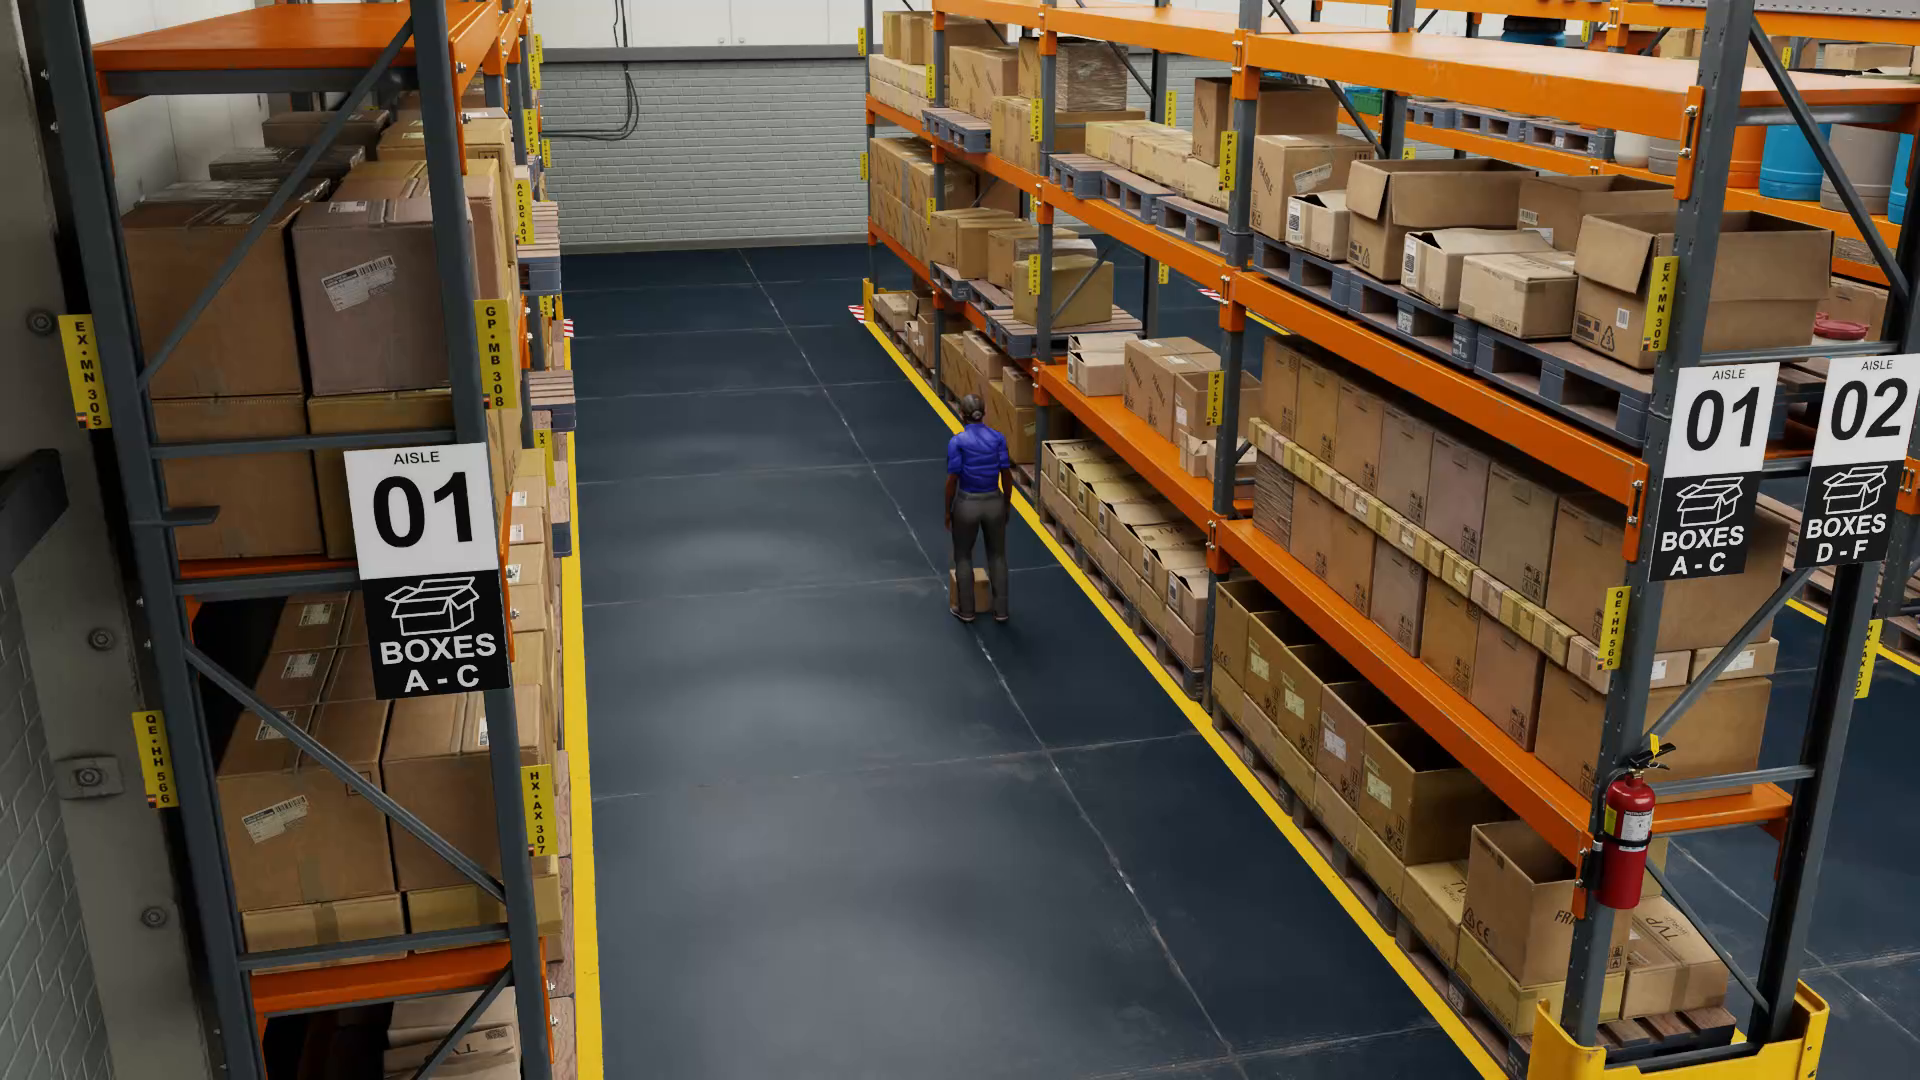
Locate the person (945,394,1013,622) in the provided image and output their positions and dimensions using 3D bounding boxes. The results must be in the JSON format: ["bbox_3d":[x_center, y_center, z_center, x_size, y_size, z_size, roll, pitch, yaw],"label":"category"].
[{"bbox_3d":[0.126,-0.220,11.694,0.514,1.653,0.402,-5,20,-14],"label":"person"}]
